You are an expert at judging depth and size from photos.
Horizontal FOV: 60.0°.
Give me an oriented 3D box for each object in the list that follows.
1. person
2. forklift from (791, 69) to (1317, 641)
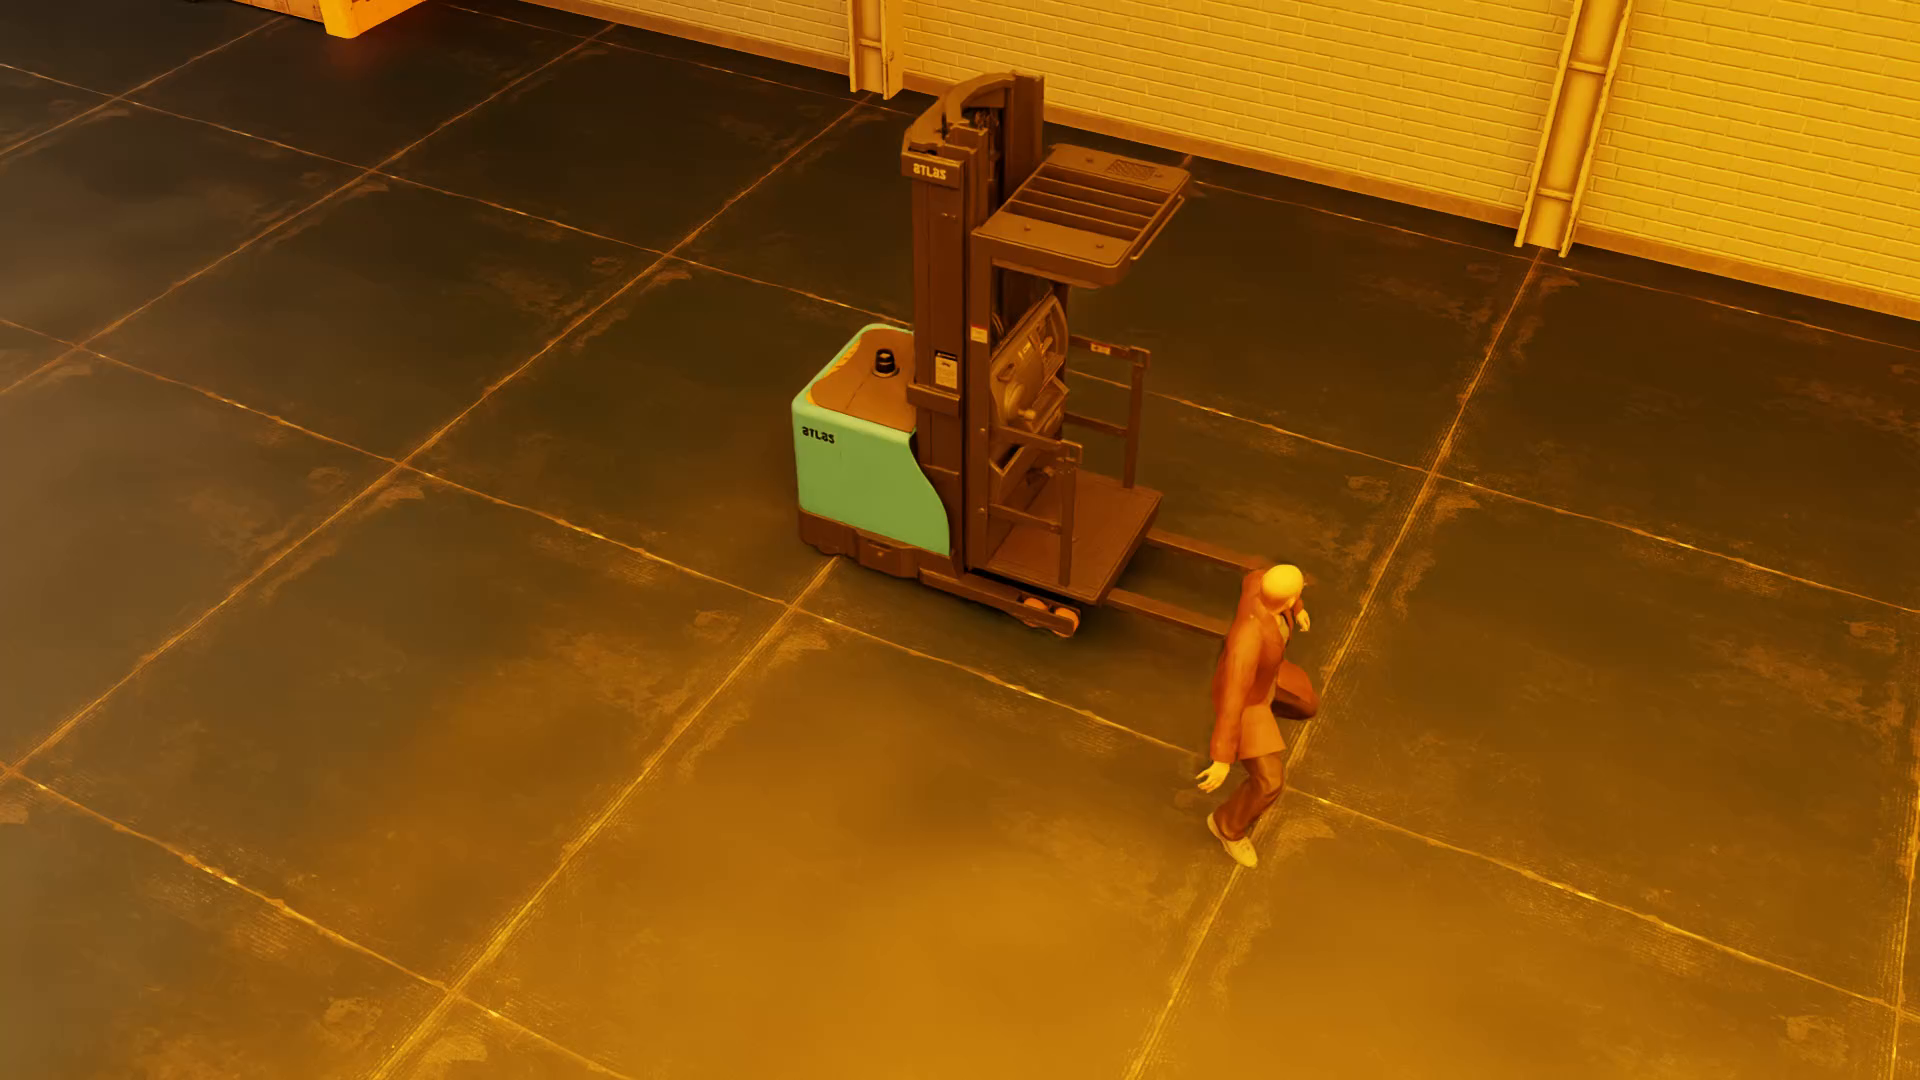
[{"bbox_3d":[1.424,0.771,8.118,0.539,1.671,1.177,18,43,20],"label":"person"},{"bbox_3d":[0.565,-0.955,9.120,3.031,2.935,1.130,17,43,20],"label":"forklift"}]
